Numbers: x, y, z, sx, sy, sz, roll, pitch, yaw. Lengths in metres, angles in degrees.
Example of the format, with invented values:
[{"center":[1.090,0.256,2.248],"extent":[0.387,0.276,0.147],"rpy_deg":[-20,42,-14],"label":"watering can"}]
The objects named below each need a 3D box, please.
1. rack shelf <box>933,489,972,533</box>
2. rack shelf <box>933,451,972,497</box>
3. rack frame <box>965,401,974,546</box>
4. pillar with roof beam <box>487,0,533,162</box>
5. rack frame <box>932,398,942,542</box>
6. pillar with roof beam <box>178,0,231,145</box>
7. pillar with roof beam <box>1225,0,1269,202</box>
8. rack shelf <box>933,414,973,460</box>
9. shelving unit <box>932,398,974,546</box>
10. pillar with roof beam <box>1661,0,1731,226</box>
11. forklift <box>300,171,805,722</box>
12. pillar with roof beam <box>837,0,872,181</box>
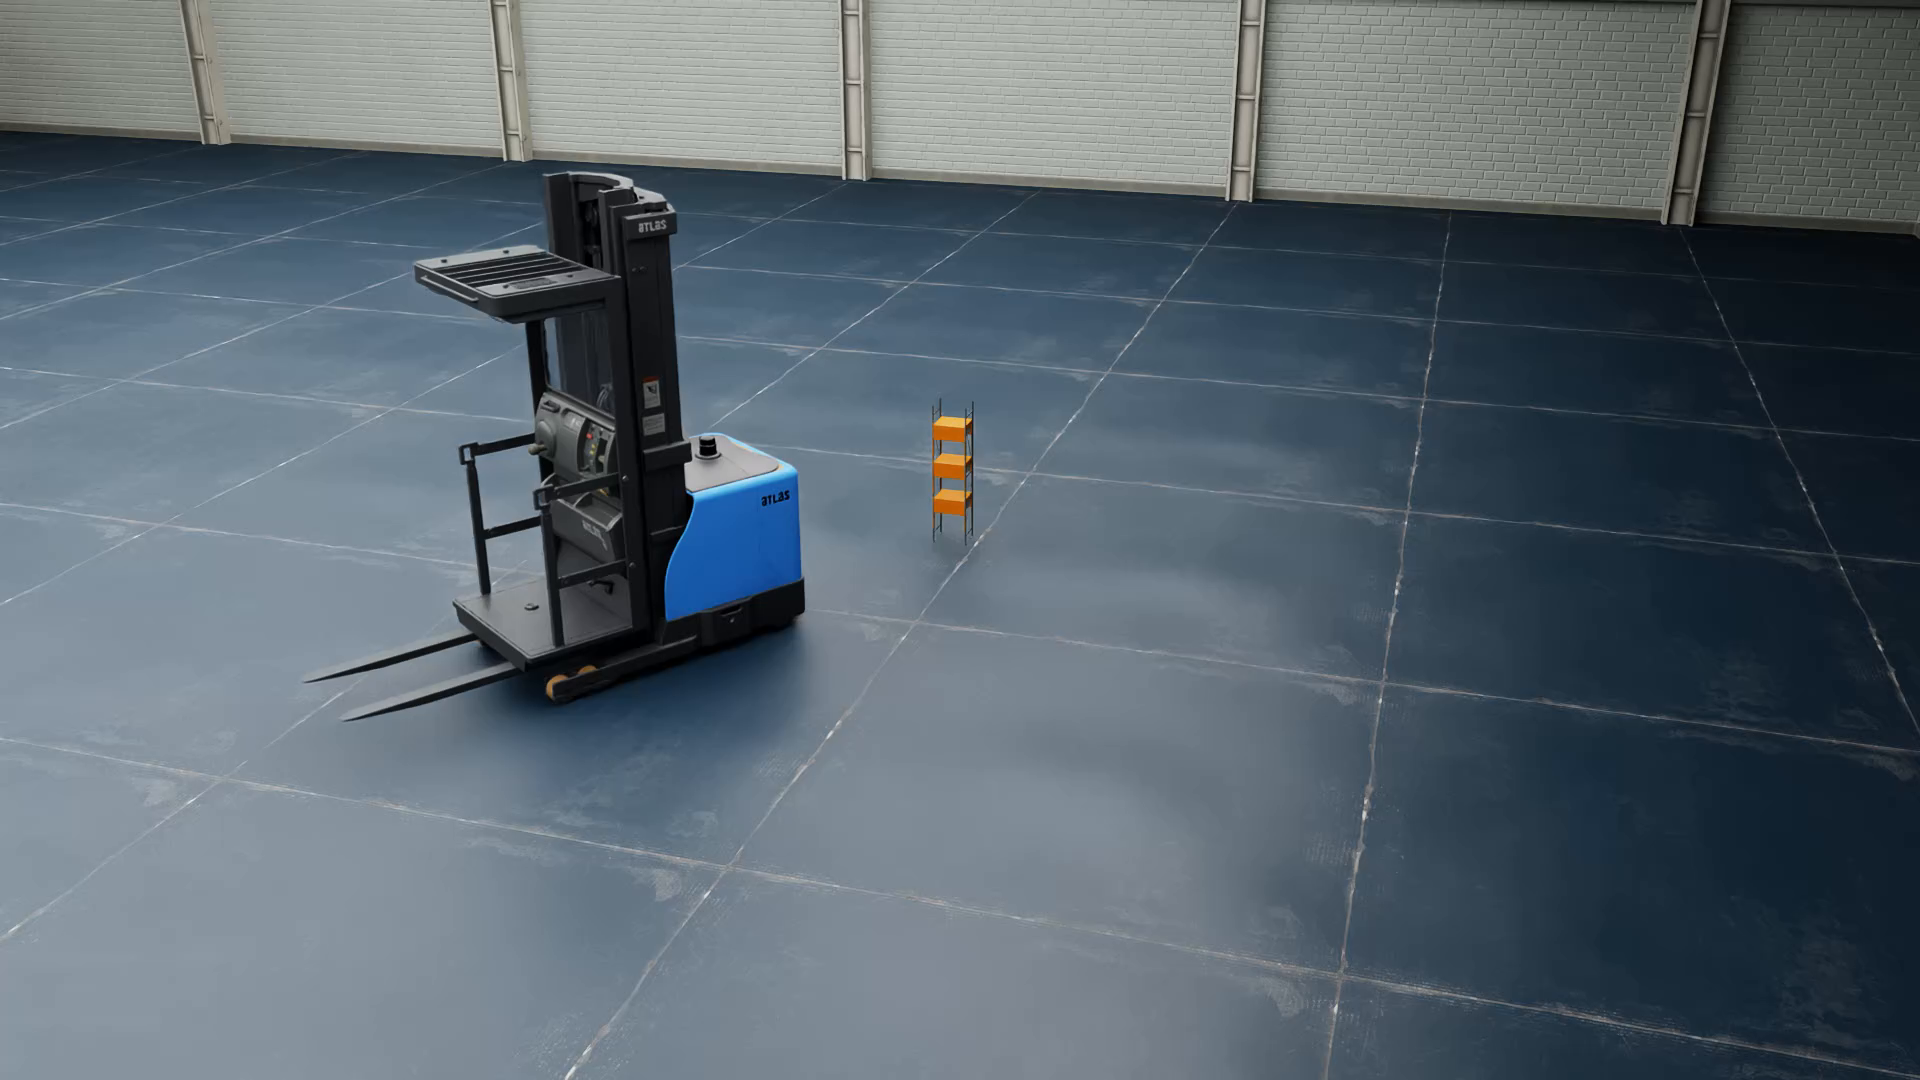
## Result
[{"center":[-0.051,-0.225,12.195],"extent":[0.240,0.259,0.215],"rpy_deg":[7,23,16],"label":"rack shelf"},{"center":[-0.051,-0.482,12.089],"extent":[0.240,0.259,0.215],"rpy_deg":[7,23,16],"label":"rack shelf"},{"center":[0.066,-0.478,12.052],"extent":[0.008,1.050,0.200],"rpy_deg":[7,23,16],"label":"rack frame"},{"center":[-8.599,-8.939,22.204],"extent":[0.400,9.000,9.100],"rpy_deg":[7,23,16],"label":"pillar with roof beam"},{"center":[-0.168,-0.505,12.118],"extent":[0.008,1.050,0.200],"rpy_deg":[7,23,16],"label":"rack frame"},{"center":[-14.343,-9.596,23.807],"extent":[0.400,9.000,9.100],"rpy_deg":[7,23,16],"label":"pillar with roof beam"},{"center":[2.890,-7.623,18.997],"extent":[0.400,9.000,9.100],"rpy_deg":[7,23,16],"label":"pillar with roof beam"},{"center":[-0.051,-0.744,11.981],"extent":[0.240,0.259,0.215],"rpy_deg":[7,23,16],"label":"rack shelf"},{"center":[-0.051,-0.492,12.085],"extent":[0.252,1.050,0.215],"rpy_deg":[7,23,16],"label":"shelving unit"},{"center":[8.634,-6.965,17.393],"extent":[0.400,9.000,9.100],"rpy_deg":[7,23,16],"label":"pillar with roof beam"},{"center":[-2.476,-0.609,9.892],"extent":[3.031,2.935,1.130],"rpy_deg":[-17,28,-36],"label":"forklift"},{"center":[-2.855,-8.281,20.600],"extent":[0.400,9.000,9.100],"rpy_deg":[7,23,16],"label":"pillar with roof beam"}]
